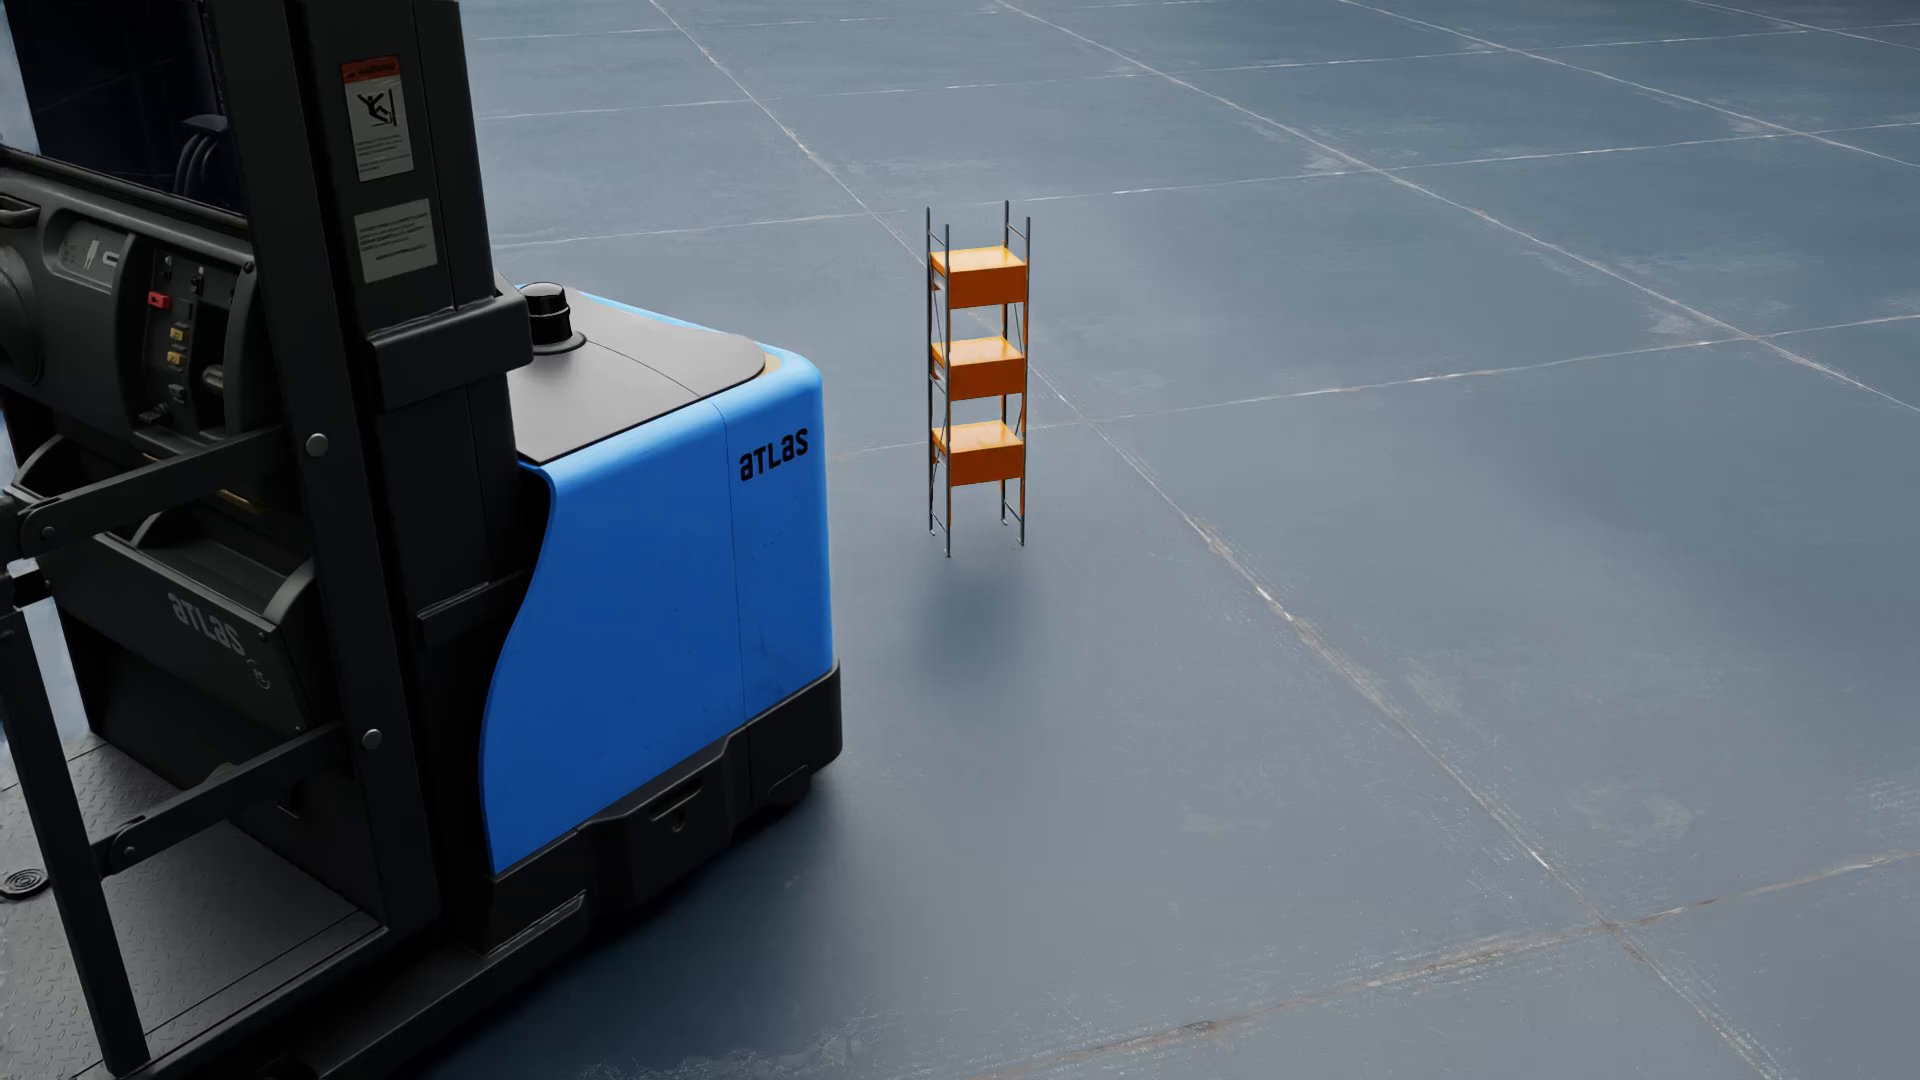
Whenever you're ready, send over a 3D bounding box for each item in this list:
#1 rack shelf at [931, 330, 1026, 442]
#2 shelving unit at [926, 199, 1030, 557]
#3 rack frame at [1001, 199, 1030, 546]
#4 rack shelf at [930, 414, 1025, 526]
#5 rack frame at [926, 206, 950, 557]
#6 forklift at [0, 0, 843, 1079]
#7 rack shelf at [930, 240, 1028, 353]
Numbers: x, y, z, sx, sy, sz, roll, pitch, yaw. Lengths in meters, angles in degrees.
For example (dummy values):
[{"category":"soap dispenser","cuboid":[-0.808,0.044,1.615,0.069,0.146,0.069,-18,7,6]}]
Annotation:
[{"category":"rack shelf","cuboid":[0.051,-0.468,5.036,0.240,0.259,0.215,-8,28,-16]},{"category":"shelving unit","cuboid":[0.051,-0.478,5.031,0.252,1.050,0.215,-8,28,-16]},{"category":"rack frame","cuboid":[0.167,-0.494,5.065,0.008,1.050,0.200,-8,28,-16]},{"category":"rack shelf","cuboid":[0.051,-0.219,5.160,0.240,0.259,0.215,-8,28,-16]},{"category":"rack frame","cuboid":[-0.065,-0.461,4.998,0.008,1.050,0.200,-8,28,-16]},{"category":"forklift","cuboid":[-1.586,-0.361,2.681,1.130,2.935,3.031,19,32,33]},{"category":"rack shelf","cuboid":[0.051,-0.722,4.910,0.240,0.259,0.215,-8,28,-16]}]
